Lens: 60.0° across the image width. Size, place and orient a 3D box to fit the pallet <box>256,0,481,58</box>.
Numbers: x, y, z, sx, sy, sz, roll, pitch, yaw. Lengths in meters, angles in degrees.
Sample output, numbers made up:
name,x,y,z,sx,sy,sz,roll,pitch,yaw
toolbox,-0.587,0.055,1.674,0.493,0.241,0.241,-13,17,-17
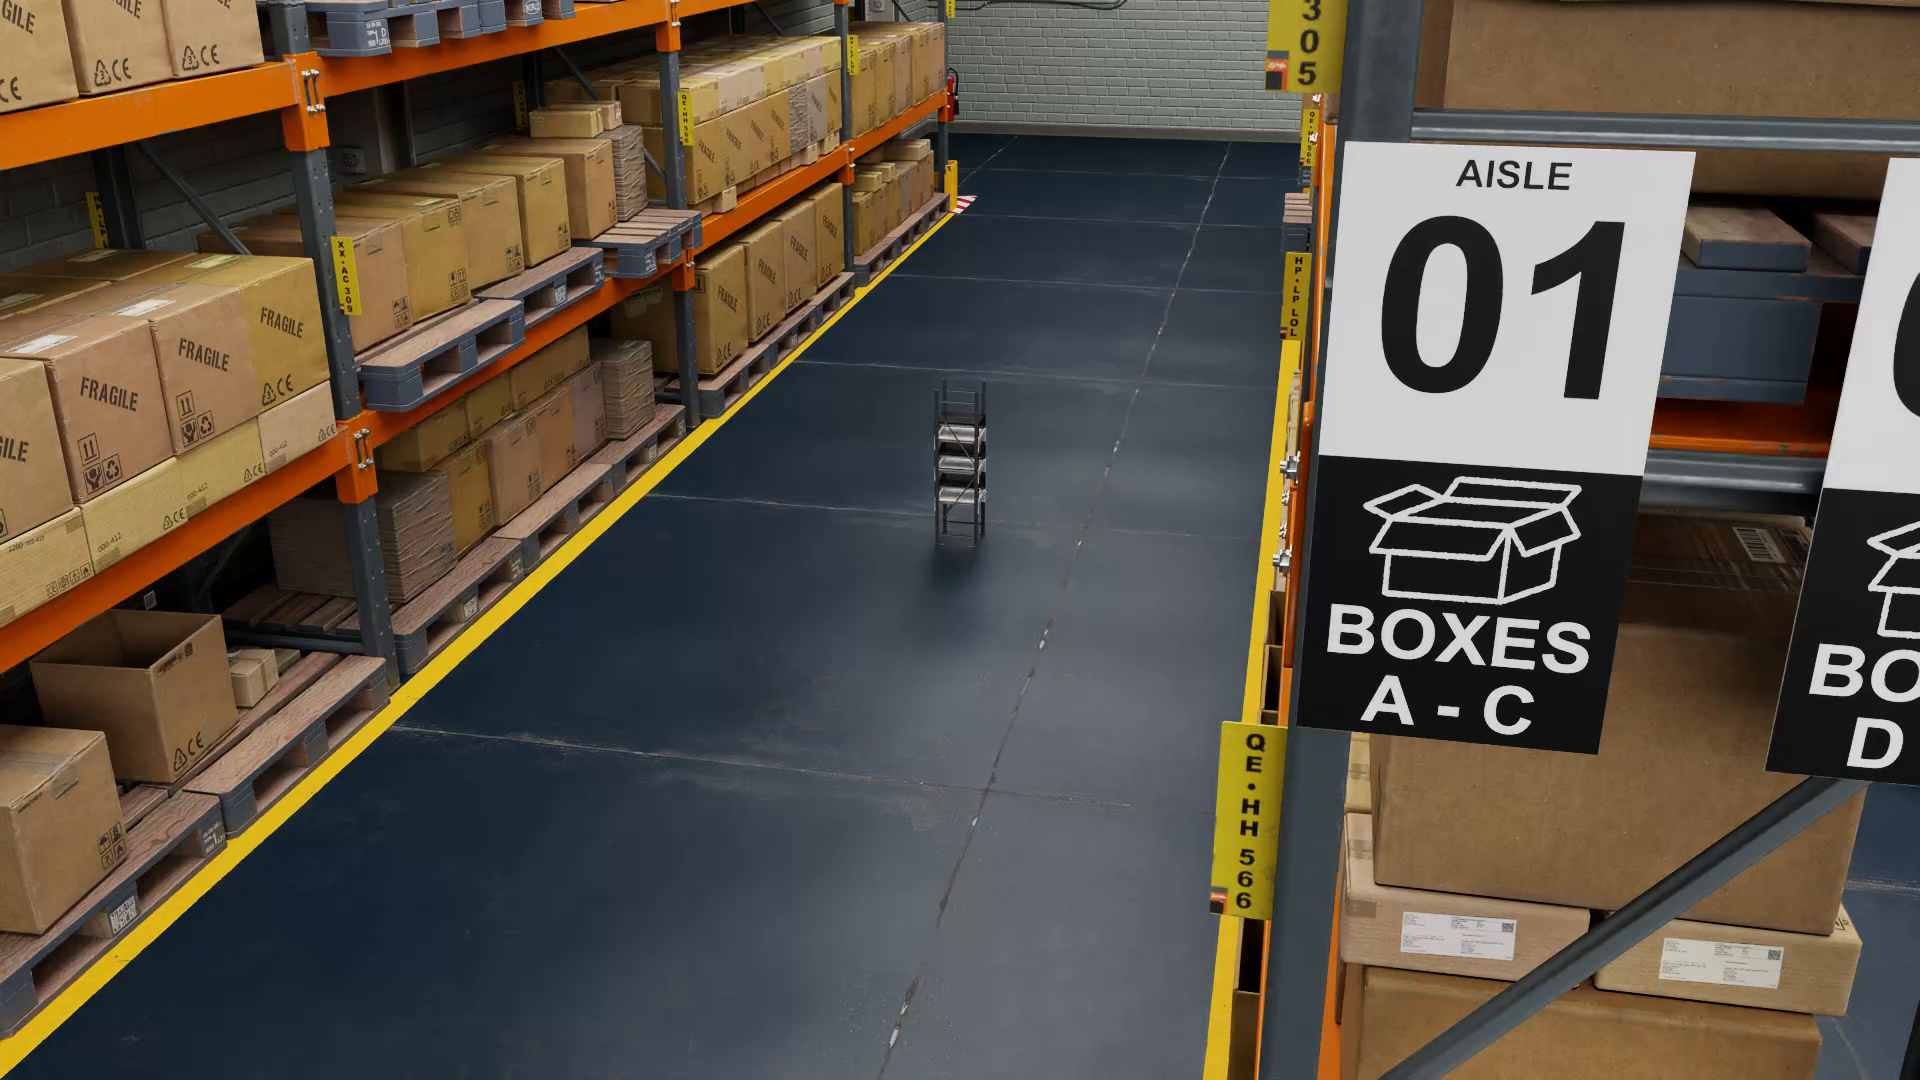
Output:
name,x,y,z,sx,sy,sz,roll,pitch,yaw
pallet,-2.850,-2.252,7.167,1.213,0.211,1.003,4,22,11

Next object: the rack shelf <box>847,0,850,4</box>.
name,x,y,z,sx,sy,sz,roll,pitch,yaw
rack shelf,-1.040,-5.445,15.807,1.077,0.370,4.000,4,22,11

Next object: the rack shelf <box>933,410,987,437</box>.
name,x,y,z,sx,sy,sz,roll,pitch,yaw
rack shelf,0.002,-0.640,9.104,0.258,0.077,0.200,4,22,11

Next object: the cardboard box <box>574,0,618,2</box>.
name,x,y,z,sx,sy,sz,roll,pitch,yaw
cardboard box,-2.147,-3.269,9.532,0.500,0.311,0.500,4,22,11

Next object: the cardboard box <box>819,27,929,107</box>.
name,x,y,z,sx,sy,sz,roll,pitch,yaw
cardboard box,-0.863,-4.804,16.865,0.980,0.700,0.700,4,22,10

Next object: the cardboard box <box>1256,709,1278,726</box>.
name,x,y,z,sx,sy,sz,roll,pitch,yaw
cardboard box,1.165,0.890,5.243,0.500,0.500,0.500,4,22,11

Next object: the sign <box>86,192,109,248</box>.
name,x,y,z,sx,sy,sz,roll,pitch,yaw
sign,-3.624,-1.308,7.037,0.100,0.325,0.005,4,22,11

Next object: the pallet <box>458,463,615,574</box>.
name,x,y,z,sx,sy,sz,roll,pitch,yaw
pallet,-2.676,-0.169,9.491,1.003,0.211,1.213,4,22,11

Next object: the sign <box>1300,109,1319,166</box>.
name,x,y,z,sx,sy,sz,roll,pitch,yaw
sign,2.053,-2.355,9.743,0.100,0.325,0.005,4,22,11

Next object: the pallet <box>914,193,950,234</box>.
name,x,y,z,sx,sy,sz,roll,pitch,yaw
pallet,-0.718,-3.527,17.829,1.003,0.211,1.213,4,22,11

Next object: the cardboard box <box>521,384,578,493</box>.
name,x,y,z,sx,sy,sz,roll,pitch,yaw
cardboard box,-2.653,-0.607,9.603,0.700,0.500,0.500,4,22,11

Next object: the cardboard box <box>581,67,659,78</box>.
name,x,y,z,sx,sy,sz,roll,pitch,yaw
cardboard box,-2.316,-3.110,11.497,0.500,0.250,0.500,4,22,9

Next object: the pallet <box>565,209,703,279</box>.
name,x,y,z,sx,sy,sz,roll,pitch,yaw
pallet,-2.305,-1.836,10.153,1.213,0.211,1.003,4,22,11

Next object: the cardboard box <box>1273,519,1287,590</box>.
name,x,y,z,sx,sy,sz,roll,pitch,yaw
cardboard box,1.672,0.106,7.444,0.500,0.311,0.500,5,22,12

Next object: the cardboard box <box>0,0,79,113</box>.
name,x,y,z,sx,sy,sz,roll,pitch,yaw
cardboard box,-3.133,-1.584,5.097,0.500,0.500,0.500,4,22,9

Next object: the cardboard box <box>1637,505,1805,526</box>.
name,x,y,z,sx,sy,sz,roll,pitch,yaw
cardboard box,1.174,0.079,3.272,0.700,0.500,0.500,4,22,10

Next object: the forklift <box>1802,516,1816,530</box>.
name,x,y,z,sx,sy,sz,roll,pitch,yaw
forklift,4.686,-0.883,7.623,1.130,2.935,3.031,6,23,13

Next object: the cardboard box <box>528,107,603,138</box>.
name,x,y,z,sx,sy,sz,roll,pitch,yaw
cardboard box,-2.356,-2.497,9.948,0.380,0.149,0.250,1,22,2

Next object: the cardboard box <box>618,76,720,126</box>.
name,x,y,z,sx,sy,sz,roll,pitch,yaw
cardboard box,-1.913,-2.892,10.956,0.500,0.250,0.500,5,22,12

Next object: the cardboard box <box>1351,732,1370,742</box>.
name,x,y,z,sx,sy,sz,roll,pitch,yaw
cardboard box,0.949,0.418,3.299,0.380,0.149,0.250,4,22,10

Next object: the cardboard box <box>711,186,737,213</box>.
name,x,y,z,sx,sy,sz,roll,pitch,yaw
cardboard box,-1.773,-2.371,11.535,0.380,0.149,0.250,5,23,13

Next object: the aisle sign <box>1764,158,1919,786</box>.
name,x,y,z,sx,sy,sz,roll,pitch,yaw
aisle sign,1.240,-0.050,1.982,0.394,0.787,0.004,4,22,11

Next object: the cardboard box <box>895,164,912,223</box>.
name,x,y,z,sx,sy,sz,roll,pitch,yaw
cardboard box,-0.881,-3.524,16.872,0.700,0.500,0.500,4,22,9

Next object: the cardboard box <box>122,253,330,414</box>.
name,x,y,z,sx,sy,sz,roll,pitch,yaw
cardboard box,-2.874,-0.821,6.548,0.500,0.500,0.500,4,22,11

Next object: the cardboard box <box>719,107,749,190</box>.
name,x,y,z,sx,sy,sz,roll,pitch,yaw
cardboard box,-1.798,-2.736,11.573,0.500,0.500,0.500,5,23,13

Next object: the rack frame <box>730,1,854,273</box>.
name,x,y,z,sx,sy,sz,roll,pitch,yaw
rack frame,-1.448,-3.656,14.417,1.000,3.000,0.127,4,22,11

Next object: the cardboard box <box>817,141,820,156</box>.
name,x,y,z,sx,sy,sz,roll,pitch,yaw
cardboard box,-1.365,-3.218,13.639,0.380,0.149,0.250,5,23,13

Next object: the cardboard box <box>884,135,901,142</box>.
name,x,y,z,sx,sy,sz,roll,pitch,yaw
cardboard box,-0.847,-4.253,17.813,0.380,0.149,0.250,5,22,11

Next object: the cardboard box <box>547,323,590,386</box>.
name,x,y,z,sx,sy,sz,roll,pitch,yaw
cardboard box,-2.538,-1.115,9.860,0.500,0.250,0.500,5,22,12

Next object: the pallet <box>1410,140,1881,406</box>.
name,x,y,z,sx,sy,sz,roll,pitch,yaw
pallet,1.123,-0.498,2.679,1.003,0.211,1.213,4,22,11

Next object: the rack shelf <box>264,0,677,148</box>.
name,x,y,z,sx,sy,sz,roll,pitch,yaw
rack shelf,-2.672,-2.520,8.542,1.077,0.370,4.000,4,22,11

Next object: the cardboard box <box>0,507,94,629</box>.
name,x,y,z,sx,sy,sz,roll,pitch,yaw
cardboard box,-3.179,0.077,5.321,0.500,0.250,0.500,5,22,11

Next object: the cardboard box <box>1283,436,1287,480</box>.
name,x,y,z,sx,sy,sz,roll,pitch,yaw
cardboard box,2.090,-0.383,9.409,0.500,0.250,0.500,4,22,9

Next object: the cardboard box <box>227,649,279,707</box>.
name,x,y,z,sx,sy,sz,roll,pitch,yaw
cardboard box,-3.160,0.578,7.108,0.380,0.166,0.250,2,22,4

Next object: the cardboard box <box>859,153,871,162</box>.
name,x,y,z,sx,sy,sz,roll,pitch,yaw
cardboard box,-1.104,-3.789,16.661,0.380,0.149,0.250,5,22,11

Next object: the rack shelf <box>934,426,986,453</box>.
name,x,y,z,sx,sy,sz,roll,pitch,yaw
rack shelf,0.002,-0.556,9.138,0.258,0.077,0.200,4,22,11

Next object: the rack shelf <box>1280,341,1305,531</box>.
name,x,y,z,sx,sy,sz,roll,pitch,yaw
rack shelf,2.178,-0.752,8.168,1.077,0.370,4.000,4,22,11

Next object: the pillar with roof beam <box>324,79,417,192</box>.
name,x,y,z,sx,sy,sz,roll,pitch,yaw
pillar with roof beam,0.838,-4.238,7.832,9.100,9.000,0.400,4,22,11

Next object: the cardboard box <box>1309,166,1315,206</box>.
name,x,y,z,sx,sy,sz,roll,pitch,yaw
cardboard box,2.604,-2.297,10.346,0.700,0.500,0.500,-3,22,-7

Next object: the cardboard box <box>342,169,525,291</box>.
name,x,y,z,sx,sy,sz,roll,pitch,yaw
cardboard box,-2.718,-1.611,8.617,0.700,0.500,0.500,8,23,18

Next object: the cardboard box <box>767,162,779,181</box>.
name,x,y,z,sx,sy,sz,roll,pitch,yaw
cardboard box,-1.607,-2.846,12.715,0.380,0.149,0.250,5,23,13

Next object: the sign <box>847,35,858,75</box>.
name,x,y,z,sx,sy,sz,roll,pitch,yaw
sign,-0.915,-4.119,14.121,0.100,0.325,0.005,4,22,11

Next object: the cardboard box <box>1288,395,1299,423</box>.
name,x,y,z,sx,sy,sz,roll,pitch,yaw
cardboard box,2.093,-0.635,9.282,0.500,0.311,0.500,4,22,10

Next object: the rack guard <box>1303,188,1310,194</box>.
name,x,y,z,sx,sy,sz,roll,pitch,yaw
rack guard,4.203,-3.555,17.513,1.175,0.500,0.348,4,22,11

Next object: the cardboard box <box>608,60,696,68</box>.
name,x,y,z,sx,sy,sz,roll,pitch,yaw
cardboard box,-2.208,-3.297,11.962,0.500,0.250,0.500,4,22,10

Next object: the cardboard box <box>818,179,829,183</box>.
name,x,y,z,sx,sy,sz,roll,pitch,yaw
cardboard box,-1.419,-3.220,15.250,0.380,0.149,0.250,4,22,11

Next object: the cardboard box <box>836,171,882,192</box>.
name,x,y,z,sx,sy,sz,roll,pitch,yaw
cardboard box,-0.946,-3.369,15.620,0.380,0.149,0.250,5,23,13

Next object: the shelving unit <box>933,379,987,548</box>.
name,x,y,z,sx,sy,sz,roll,pitch,yaw
shelving unit,0.002,-0.420,9.193,0.258,0.900,0.210,4,22,11

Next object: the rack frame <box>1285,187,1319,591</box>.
name,x,y,z,sx,sy,sz,roll,pitch,yaw
rack frame,1.770,-0.354,6.218,1.000,3.000,0.127,4,22,11

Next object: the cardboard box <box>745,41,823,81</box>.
name,x,y,z,sx,sy,sz,roll,pitch,yaw
cardboard box,-1.406,-3.821,13.263,0.500,0.250,0.500,5,22,12

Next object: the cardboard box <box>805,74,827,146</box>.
name,x,y,z,sx,sy,sz,roll,pitch,yaw
cardboard box,-1.390,-3.474,13.407,0.500,0.500,0.500,5,22,11

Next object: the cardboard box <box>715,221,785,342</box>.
name,x,y,z,sx,sy,sz,roll,pitch,yaw
cardboard box,-1.801,-1.970,12.545,0.750,0.750,0.750,4,22,11
